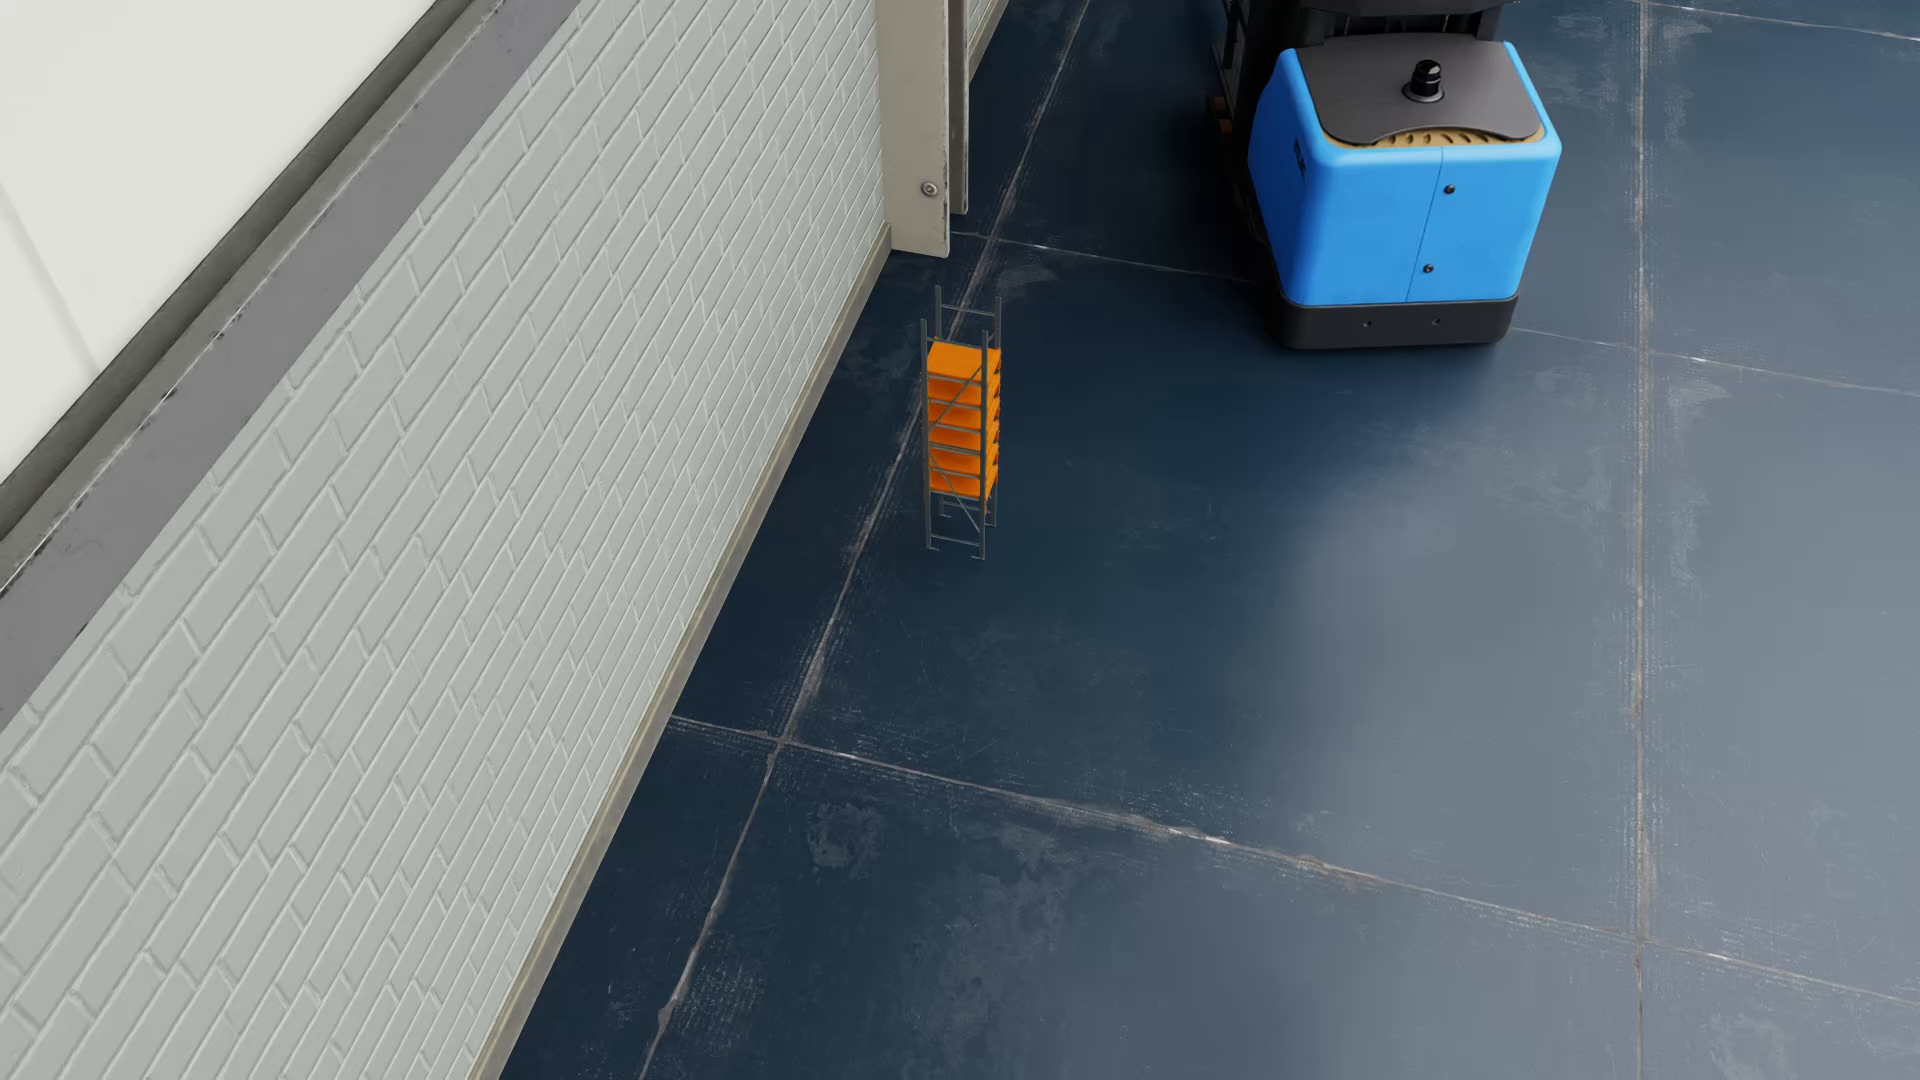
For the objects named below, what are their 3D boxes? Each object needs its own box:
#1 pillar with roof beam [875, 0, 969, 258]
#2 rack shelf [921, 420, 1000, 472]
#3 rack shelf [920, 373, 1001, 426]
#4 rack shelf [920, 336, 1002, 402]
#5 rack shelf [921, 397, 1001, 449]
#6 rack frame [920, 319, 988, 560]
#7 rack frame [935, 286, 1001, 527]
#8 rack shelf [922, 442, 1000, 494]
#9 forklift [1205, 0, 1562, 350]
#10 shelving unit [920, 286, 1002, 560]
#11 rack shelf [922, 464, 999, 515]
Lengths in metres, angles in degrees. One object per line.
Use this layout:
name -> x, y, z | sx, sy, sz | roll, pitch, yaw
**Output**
pillar with roof beam -> 3.993, -3.632, 3.872 | 9.100, 9.000, 0.400 | 12, 50, 10
rack shelf -> 0.004, -0.378, 6.262 | 0.258, 0.103, 0.180 | 12, 50, 10
rack shelf -> 0.004, -0.537, 6.082 | 0.258, 0.103, 0.180 | 12, 50, 10
rack shelf -> 0.004, -0.616, 5.992 | 0.258, 0.103, 0.180 | 12, 50, 10
rack shelf -> 0.004, -0.458, 6.172 | 0.258, 0.103, 0.180 | 12, 50, 10
rack frame -> -0.020, -0.341, 6.170 | 0.240, 1.200, 0.006 | 12, 50, 10
rack frame -> 0.028, -0.474, 6.287 | 0.240, 1.200, 0.006 | 12, 50, 10
rack shelf -> 0.004, -0.299, 6.352 | 0.258, 0.103, 0.180 | 12, 50, 10
forklift -> 1.837, -2.910, 7.282 | 1.130, 2.935, 3.031 | -2, 49, -2
shelving unit -> 0.004, -0.407, 6.228 | 0.258, 1.200, 0.189 | 12, 50, 10
rack shelf -> 0.004, -0.219, 6.442 | 0.258, 0.103, 0.180 | 12, 50, 10
